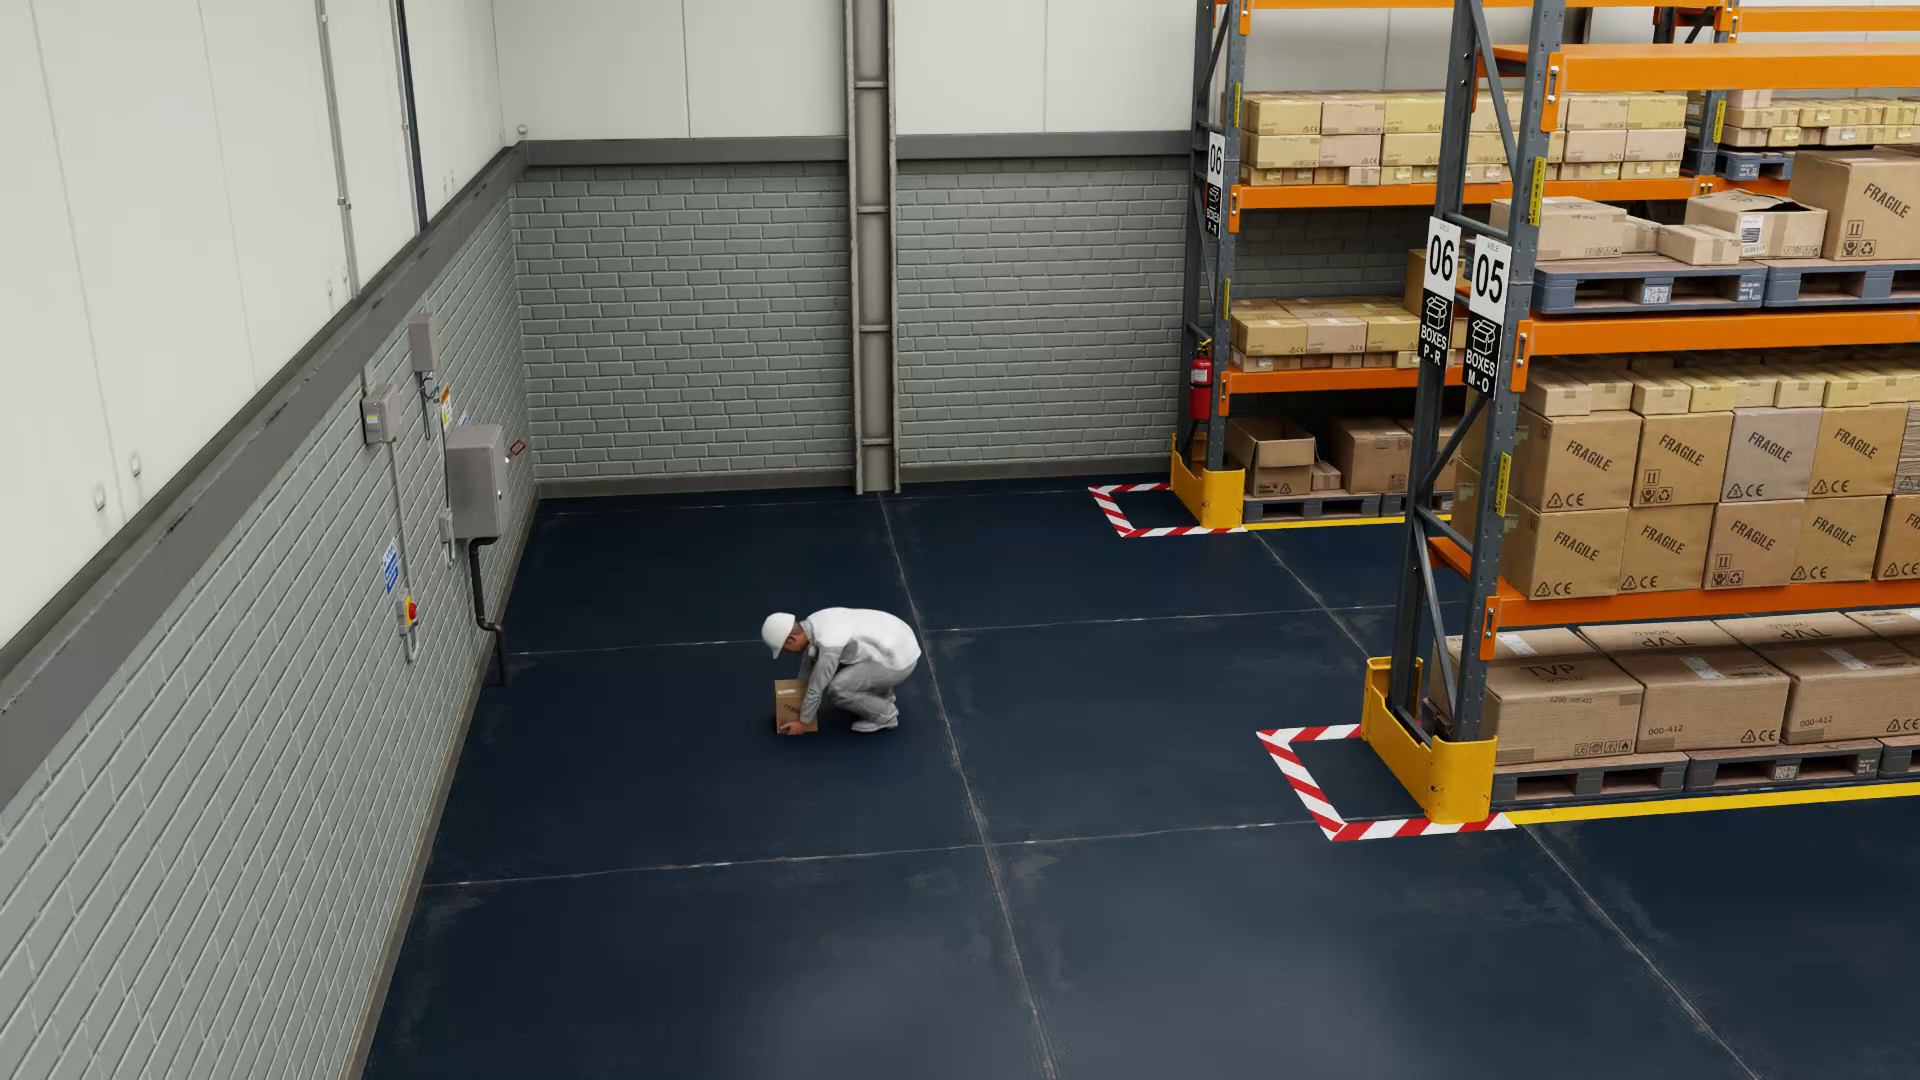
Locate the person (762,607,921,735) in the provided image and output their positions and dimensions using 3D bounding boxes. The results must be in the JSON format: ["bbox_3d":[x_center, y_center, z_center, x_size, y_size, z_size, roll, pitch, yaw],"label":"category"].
[{"bbox_3d":[-0.735,0.809,10.354,0.973,0.831,0.517,-3,20,-9],"label":"person"}]
